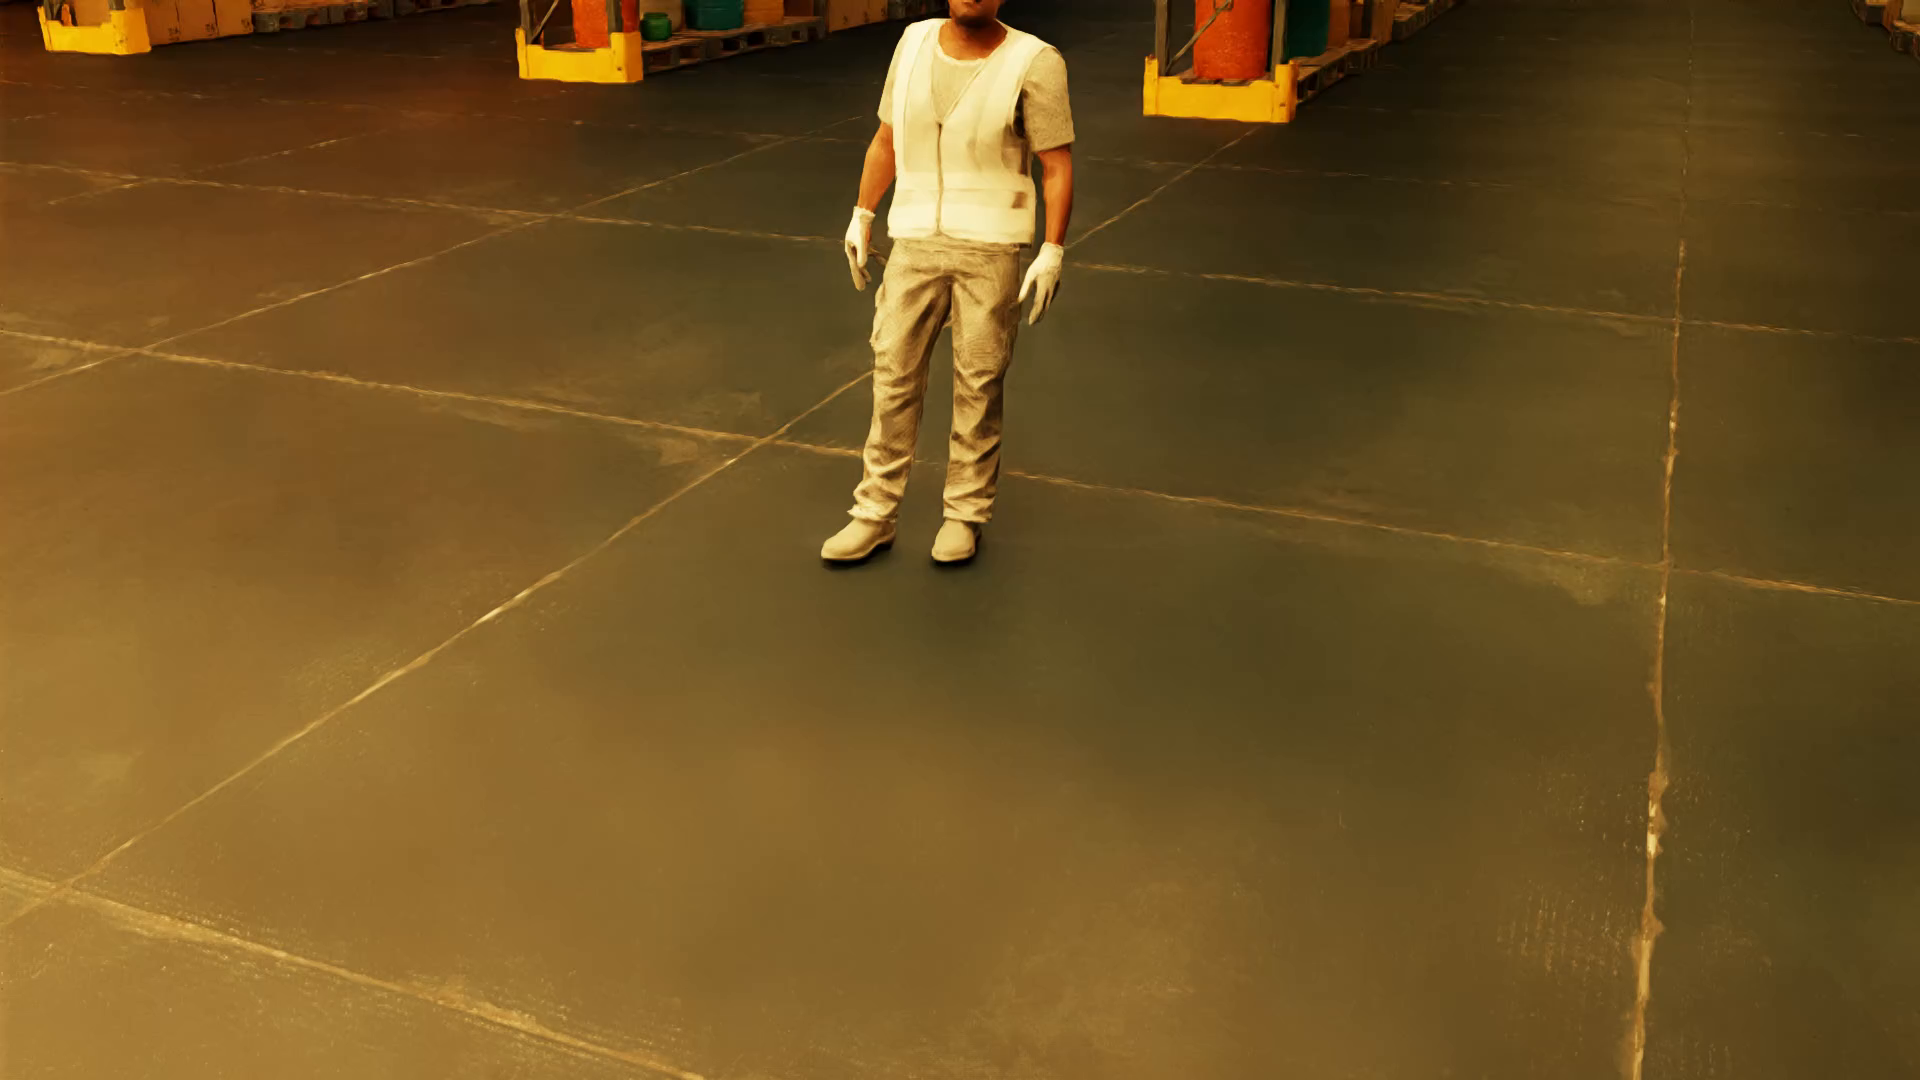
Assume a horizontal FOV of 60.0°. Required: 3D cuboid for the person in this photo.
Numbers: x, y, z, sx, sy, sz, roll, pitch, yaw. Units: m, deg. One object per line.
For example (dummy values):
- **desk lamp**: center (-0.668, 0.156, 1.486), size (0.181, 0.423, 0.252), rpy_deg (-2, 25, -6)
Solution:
- **person**: center (-0.035, -0.804, 4.688), size (0.655, 1.782, 0.576), rpy_deg (9, 24, 21)
